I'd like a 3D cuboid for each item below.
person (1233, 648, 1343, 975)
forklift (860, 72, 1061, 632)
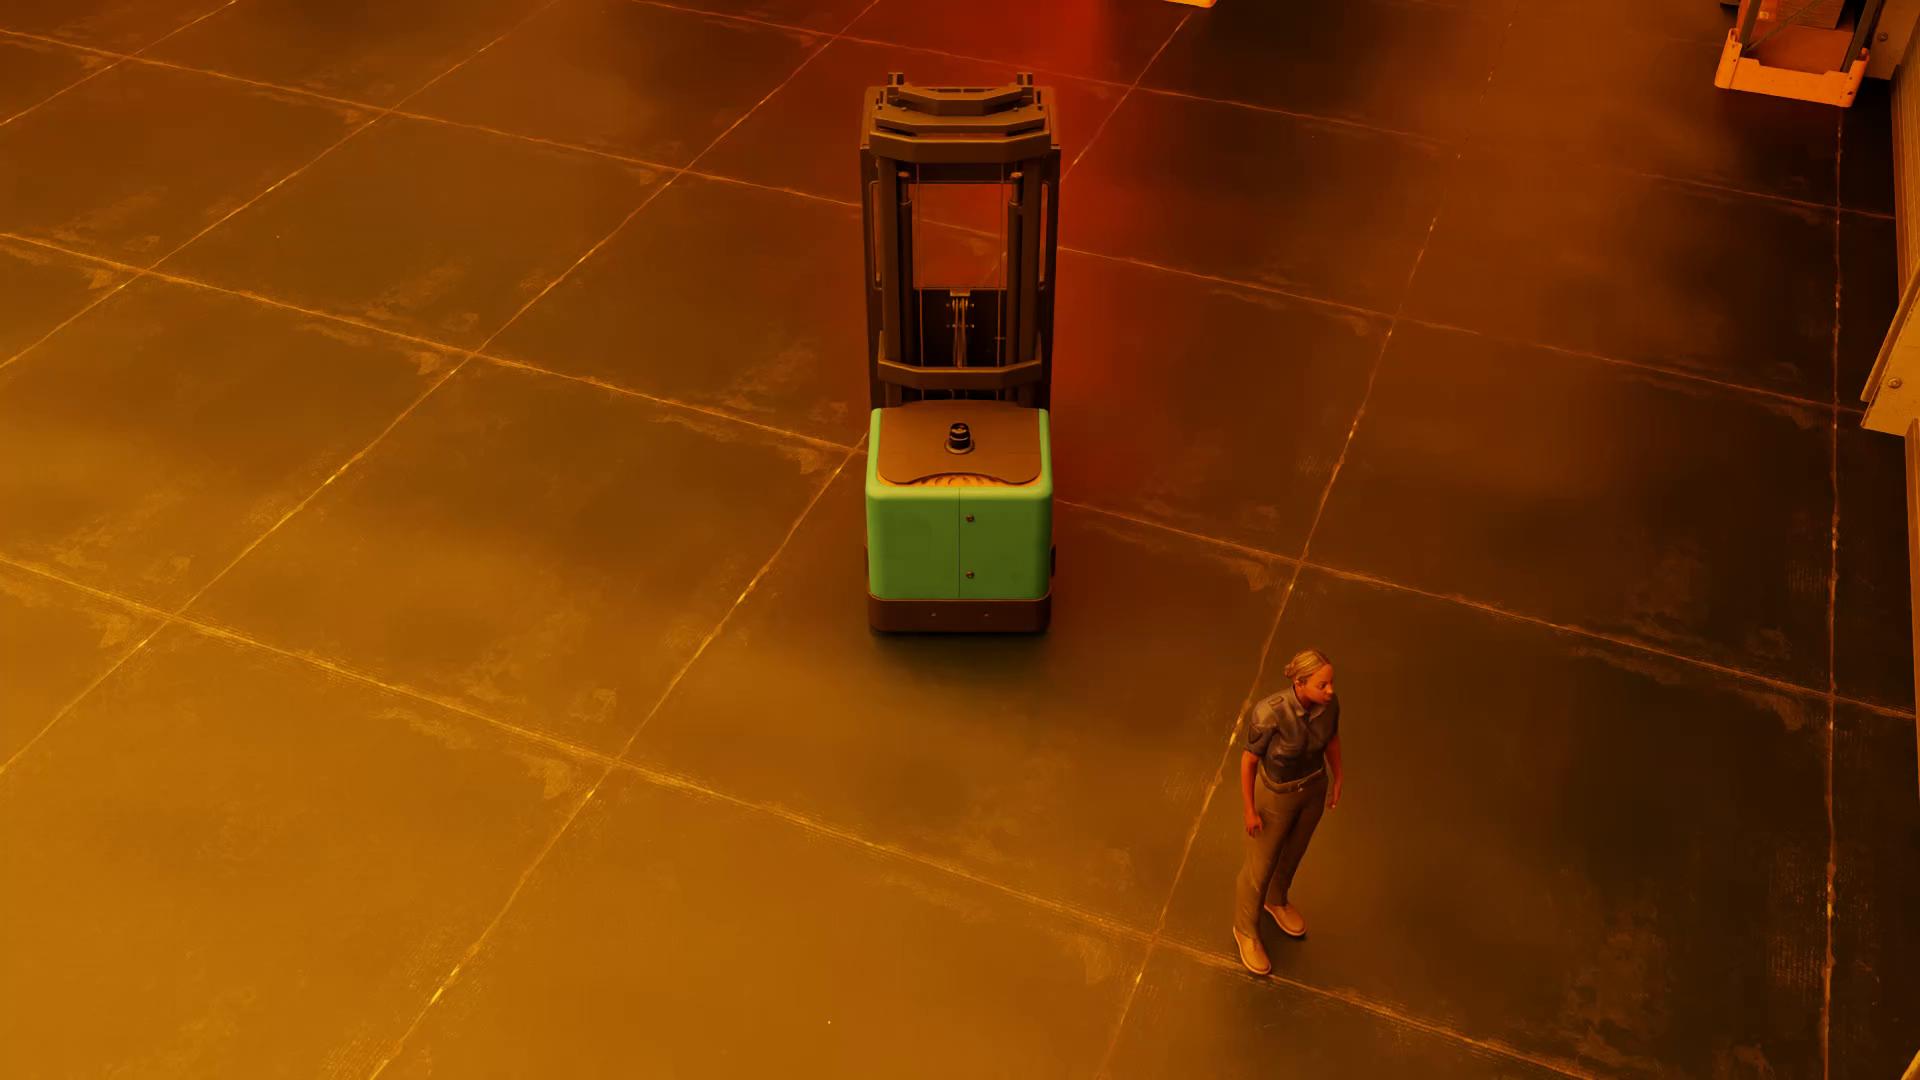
[{"bbox_3d":[1.529,1.210,7.545,0.569,1.654,0.504,-18,43,-20],"label":"person"},{"bbox_3d":[0.002,-1.515,9.816,1.130,2.935,3.031,0,40,0],"label":"forklift"}]
